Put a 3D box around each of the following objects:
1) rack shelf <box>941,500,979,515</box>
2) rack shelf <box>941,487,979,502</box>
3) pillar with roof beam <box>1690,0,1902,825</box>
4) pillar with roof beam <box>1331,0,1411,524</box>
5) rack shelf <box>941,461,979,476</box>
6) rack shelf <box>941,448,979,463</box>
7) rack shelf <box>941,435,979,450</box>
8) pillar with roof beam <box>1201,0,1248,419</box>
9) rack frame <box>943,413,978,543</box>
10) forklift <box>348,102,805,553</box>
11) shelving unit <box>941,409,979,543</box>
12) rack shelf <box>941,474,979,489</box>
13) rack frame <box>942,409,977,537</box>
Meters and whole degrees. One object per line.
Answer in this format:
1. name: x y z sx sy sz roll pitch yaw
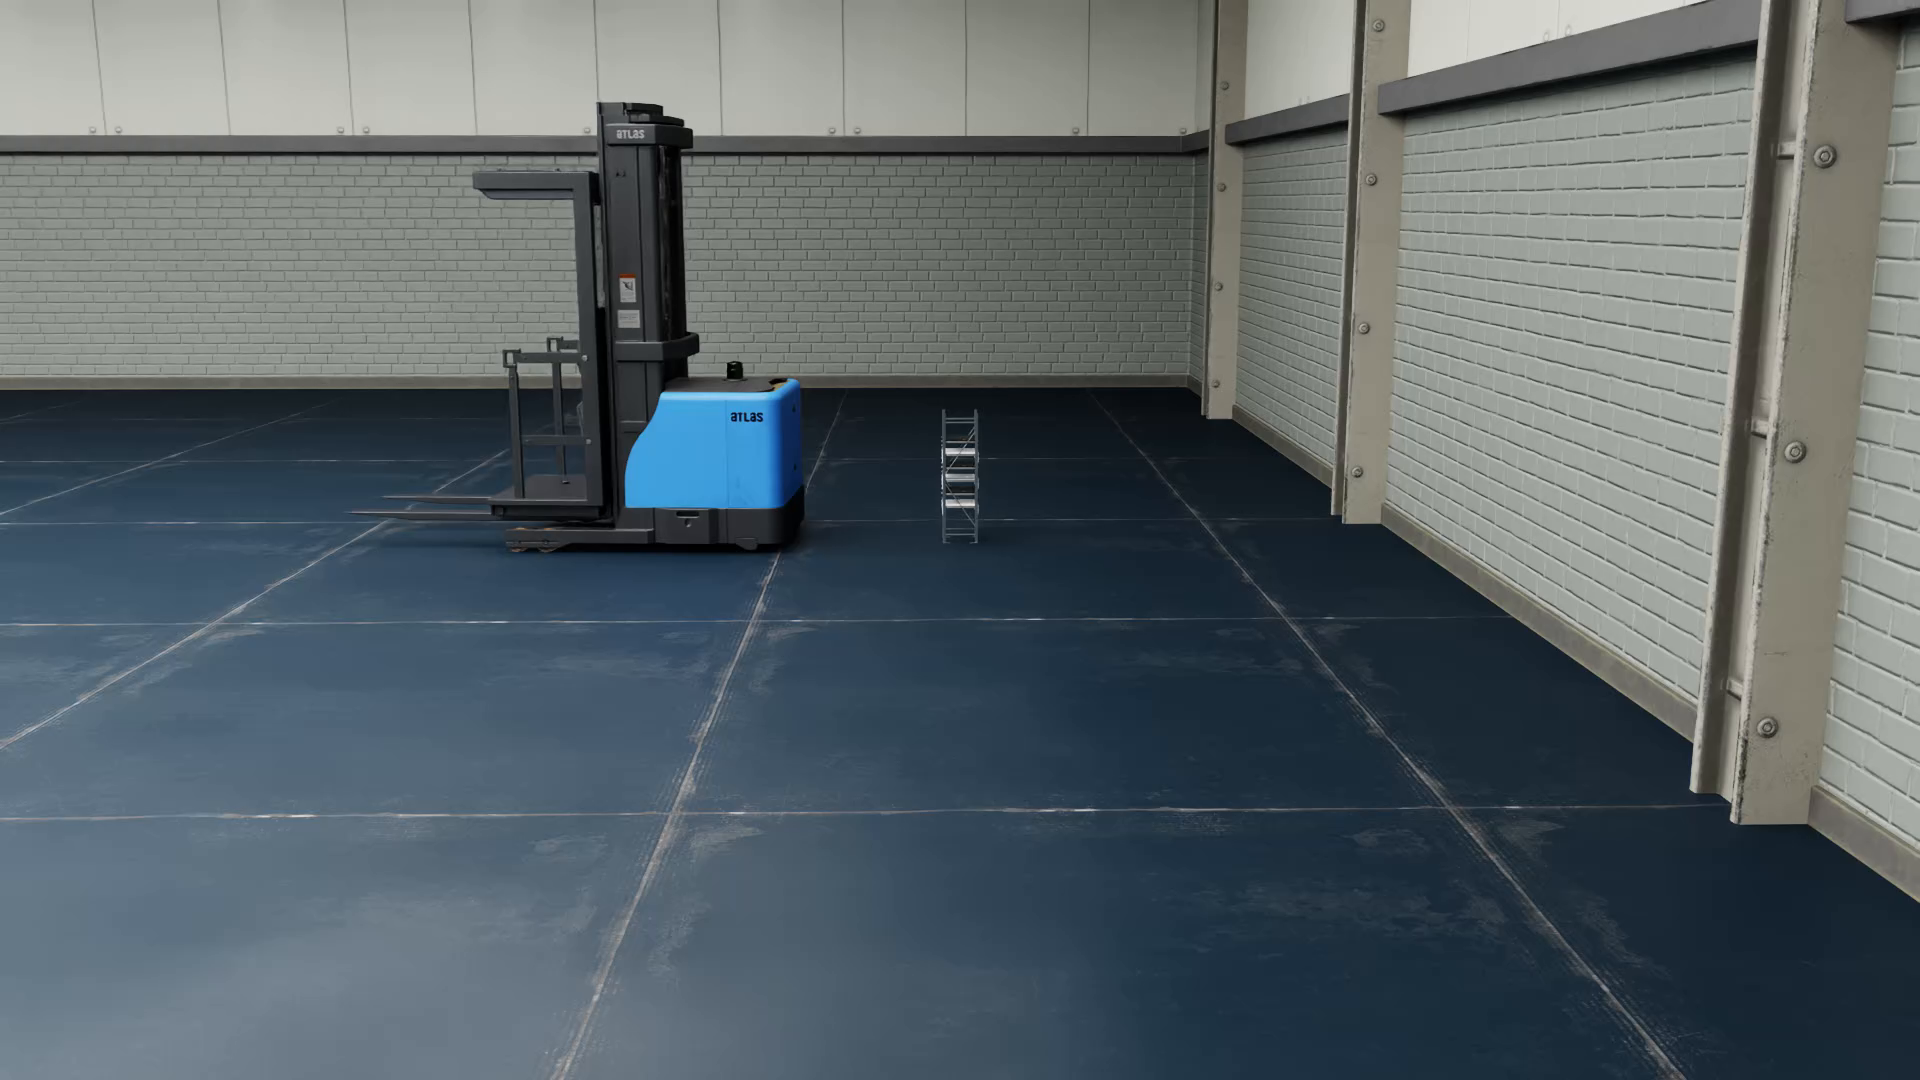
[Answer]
1. rack shelf: 0.000 -0.230 11.504 0.258 0.077 0.200 0 11 -1
2. rack shelf: 0.000 -0.319 11.486 0.258 0.077 0.200 0 11 -1
3. pillar with roof beam: -1.227 -3.360 5.487 9.100 9.000 0.400 0 11 -1
4. pillar with roof beam: -1.351 -4.552 11.366 9.100 9.000 0.400 0 11 -1
5. rack shelf: 0.000 -0.495 11.450 0.258 0.077 0.200 0 11 -1
6. rack shelf: 0.000 -0.583 11.433 0.258 0.077 0.200 0 11 -1
7. rack shelf: 0.000 -0.671 11.415 0.258 0.077 0.200 0 11 -1
8. pillar with roof beam: -1.475 -5.745 17.244 9.100 9.000 0.400 0 11 -1
9. rack frame: 0.002 -0.419 11.362 0.240 0.900 0.006 0 11 -1
10. forklift: -2.654 -1.457 11.367 3.031 2.935 1.130 1 11 3
11. shelving unit: 0.000 -0.439 11.462 0.258 0.900 0.210 0 11 -1
12. rack shelf: 0.000 -0.407 11.468 0.258 0.077 0.200 0 11 -1
13. rack frame: -0.002 -0.460 11.561 0.240 0.900 0.006 0 11 -1
